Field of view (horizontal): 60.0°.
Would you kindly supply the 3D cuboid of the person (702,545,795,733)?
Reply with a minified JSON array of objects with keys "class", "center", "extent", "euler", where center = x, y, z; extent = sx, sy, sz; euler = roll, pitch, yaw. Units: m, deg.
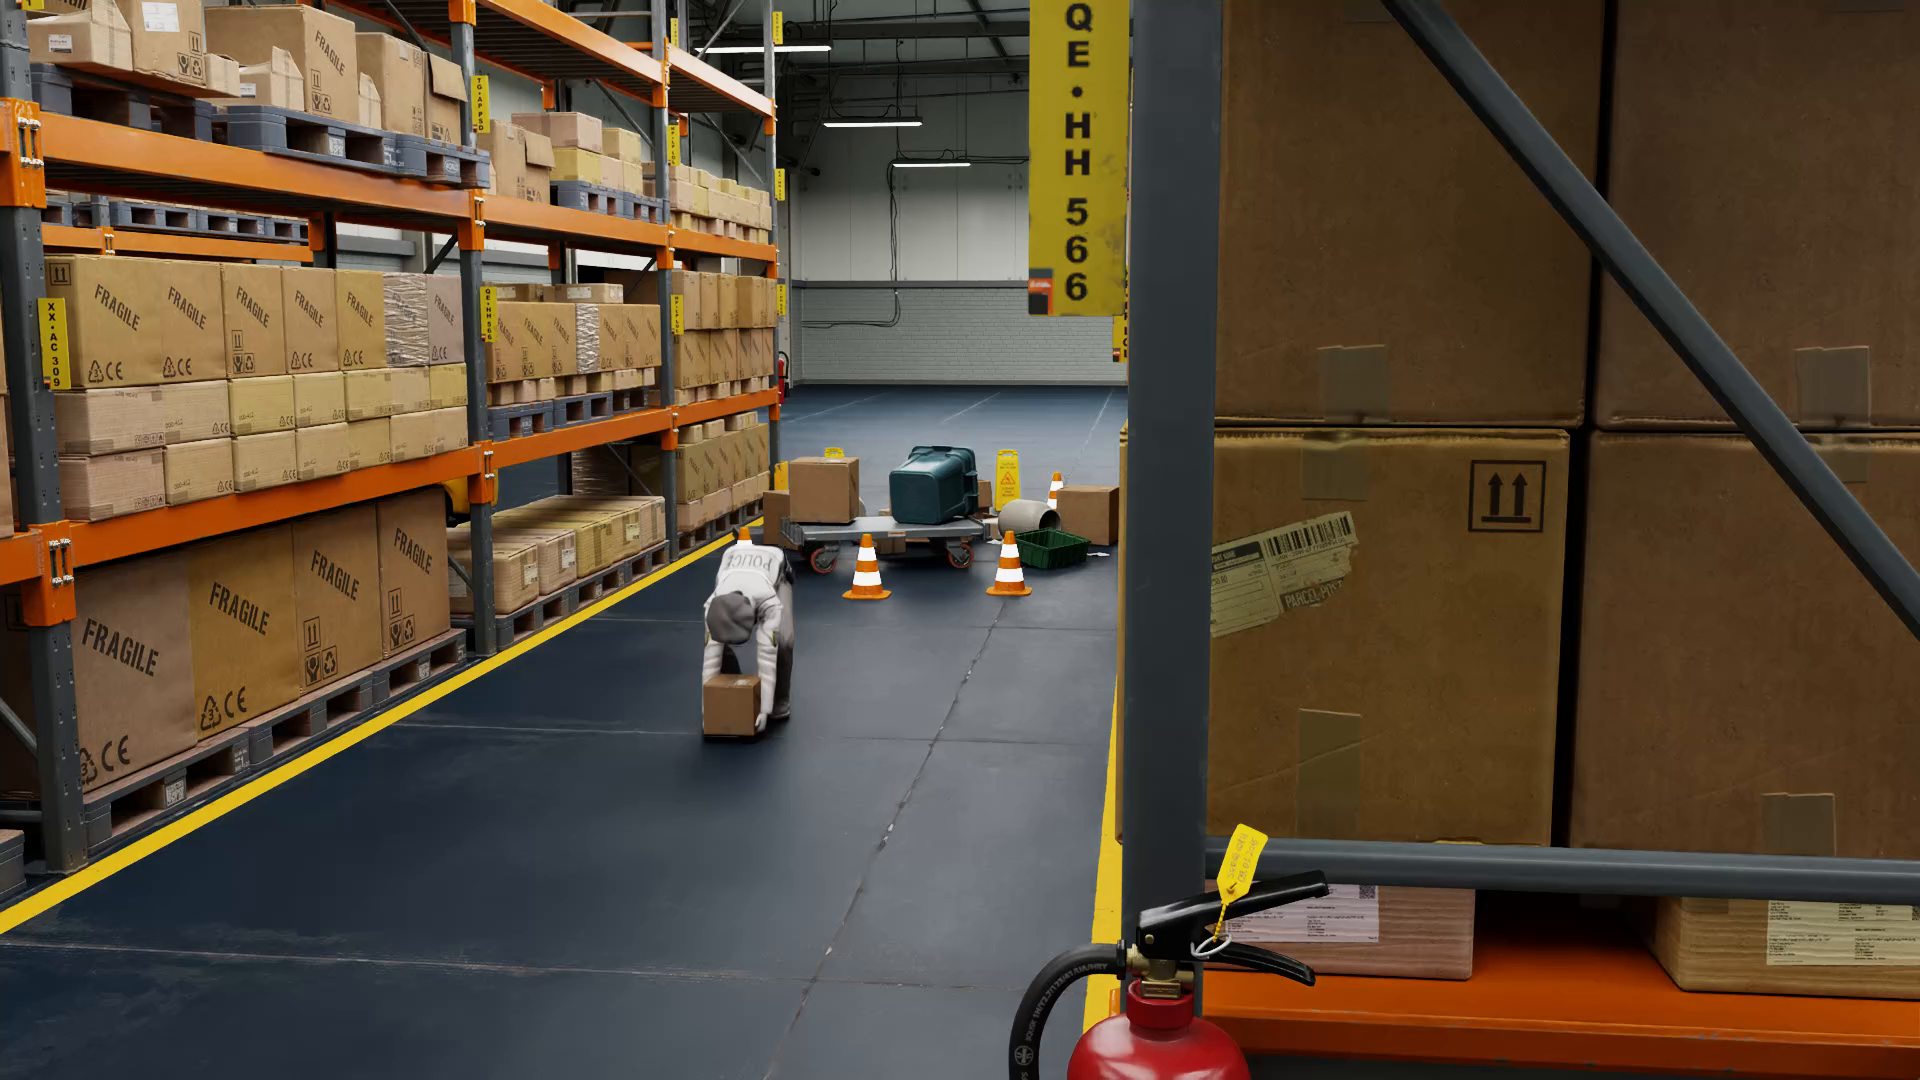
[{"class":"person","center":[-1.081,0.499,8.499],"extent":[0.460,0.889,0.879],"euler":[0,8,3]}]
